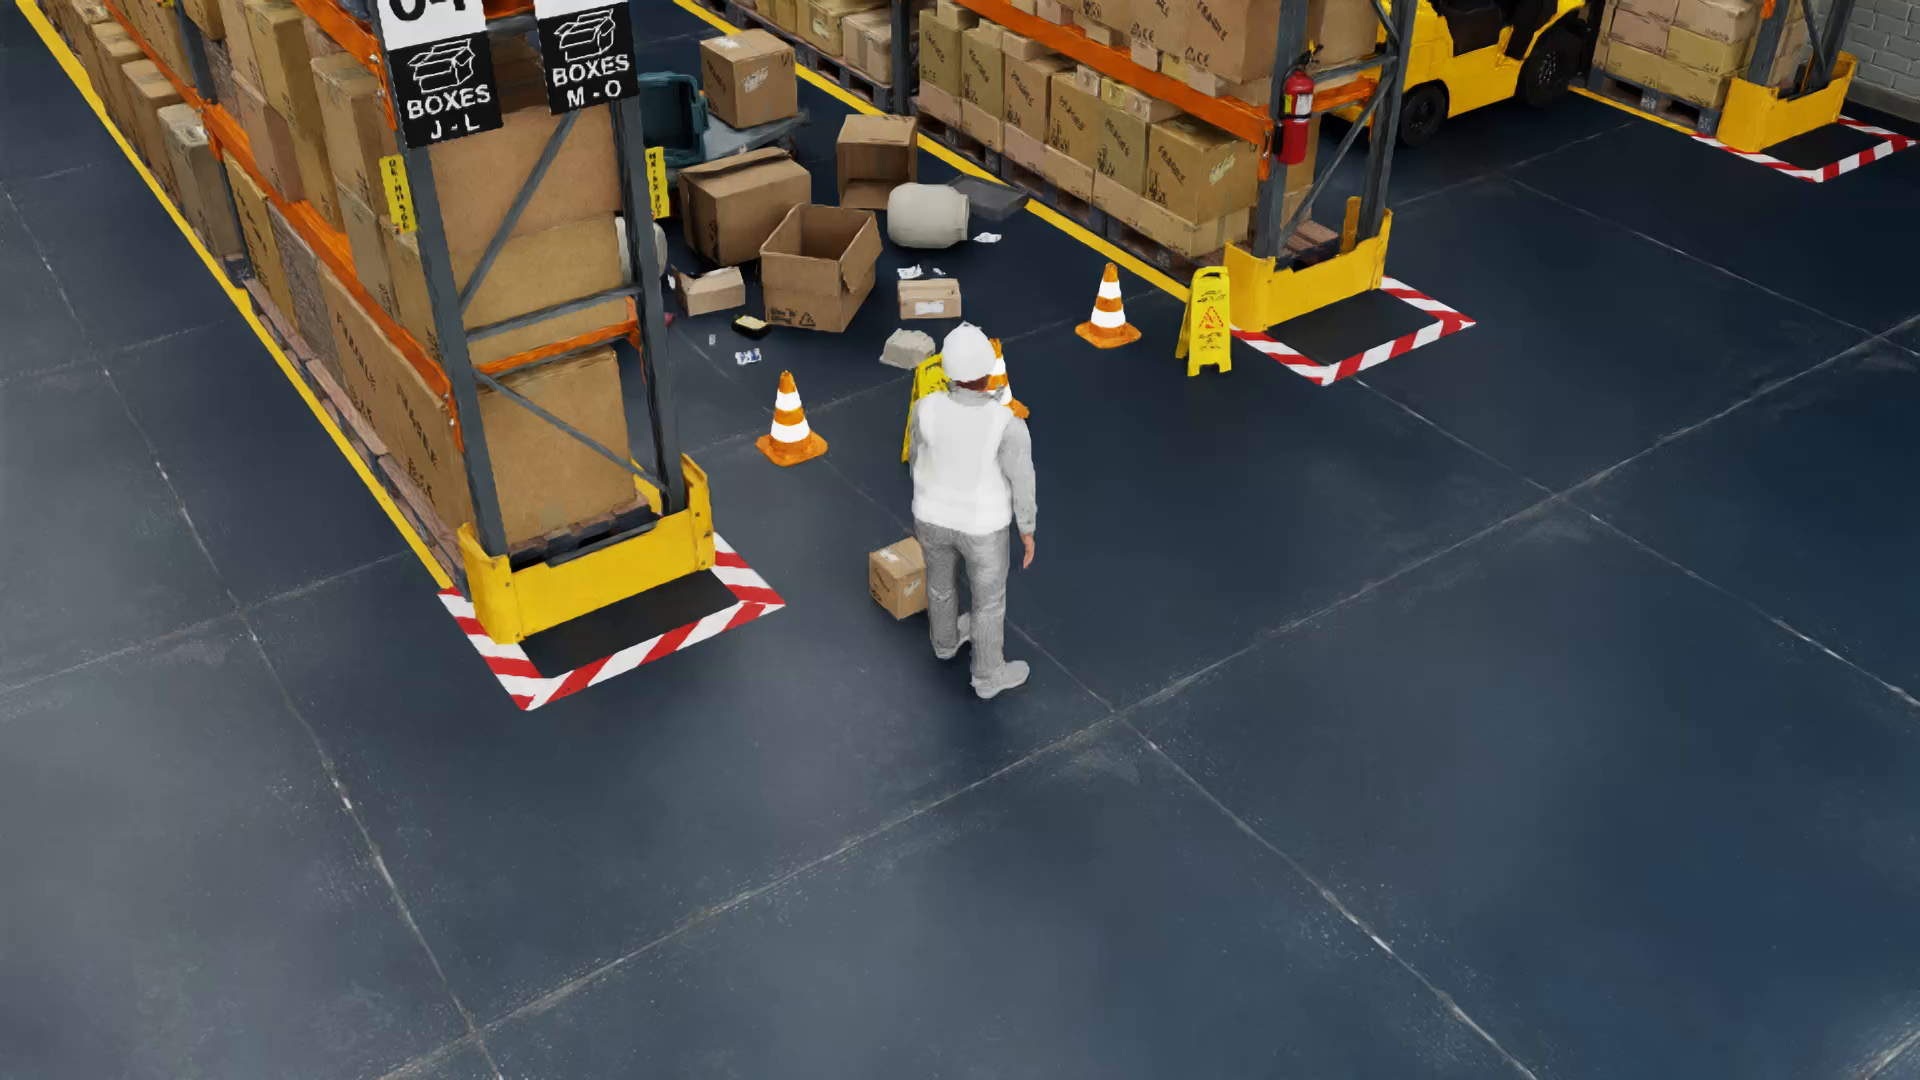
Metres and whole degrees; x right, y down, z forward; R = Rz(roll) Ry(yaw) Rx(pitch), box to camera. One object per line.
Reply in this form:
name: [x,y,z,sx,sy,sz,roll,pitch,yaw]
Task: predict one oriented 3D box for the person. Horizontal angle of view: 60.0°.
person: [0.078,-0.136,7.137,0.582,1.774,0.516,13,38,17]
